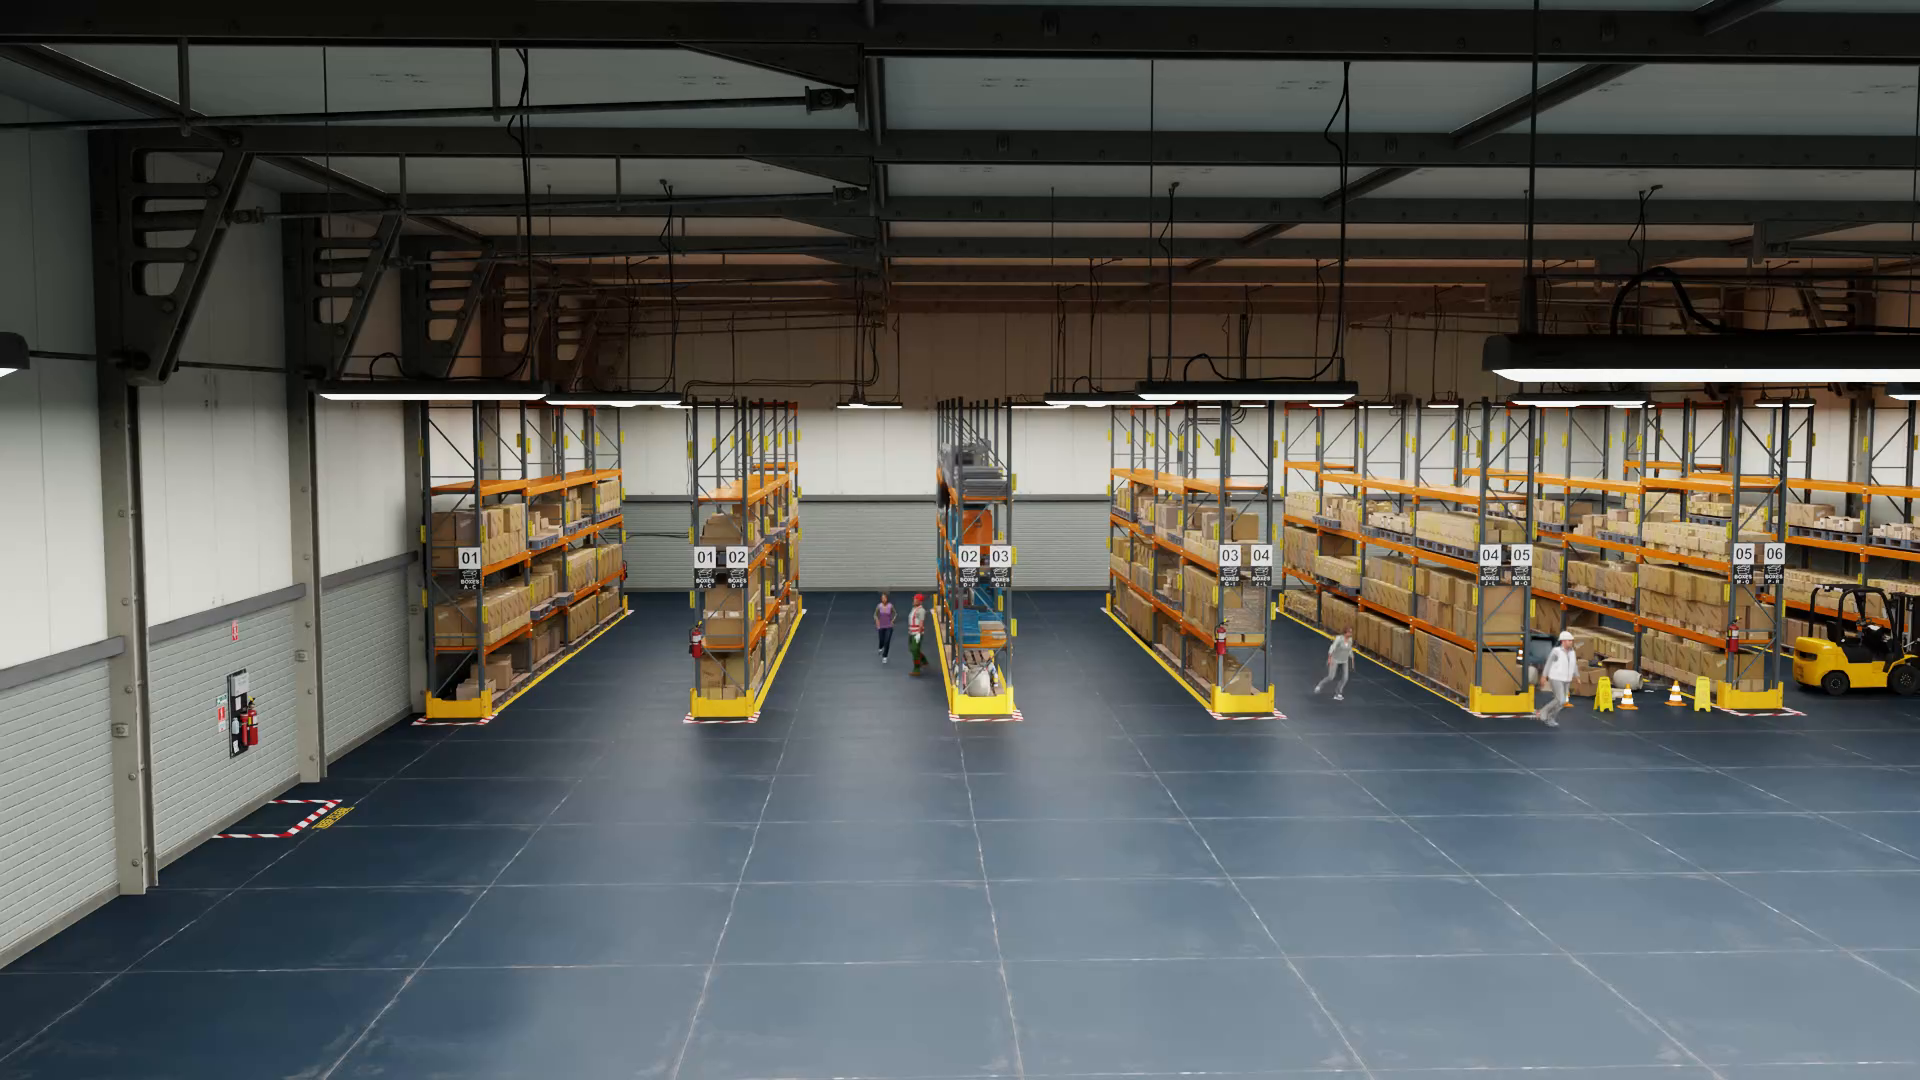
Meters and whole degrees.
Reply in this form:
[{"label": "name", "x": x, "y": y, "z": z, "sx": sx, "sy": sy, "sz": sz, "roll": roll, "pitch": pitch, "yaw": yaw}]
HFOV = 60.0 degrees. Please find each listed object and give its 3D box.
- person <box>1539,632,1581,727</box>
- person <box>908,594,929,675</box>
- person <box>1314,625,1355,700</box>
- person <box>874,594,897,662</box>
[{"label": "person", "x": 10.893, "y": 2.526, "z": 30.171, "sx": 0.645, "sy": 1.752, "sz": 0.566, "roll": -2, "pitch": 5, "yaw": -29}, {"label": "person", "x": -0.905, "y": 2.038, "z": 36.211, "sx": 0.636, "sy": 1.773, "sz": 0.763, "roll": -2, "pitch": 5, "yaw": -26}, {"label": "person", "x": 7.463, "y": 2.415, "z": 33.003, "sx": 0.665, "sy": 1.499, "sz": 0.682, "roll": -1, "pitch": 5, "yaw": -17}, {"label": "person", "x": -1.700, "y": 2.012, "z": 38.111, "sx": 0.533, "sy": 1.571, "sz": 0.575, "roll": 0, "pitch": 4, "yaw": 1}]
